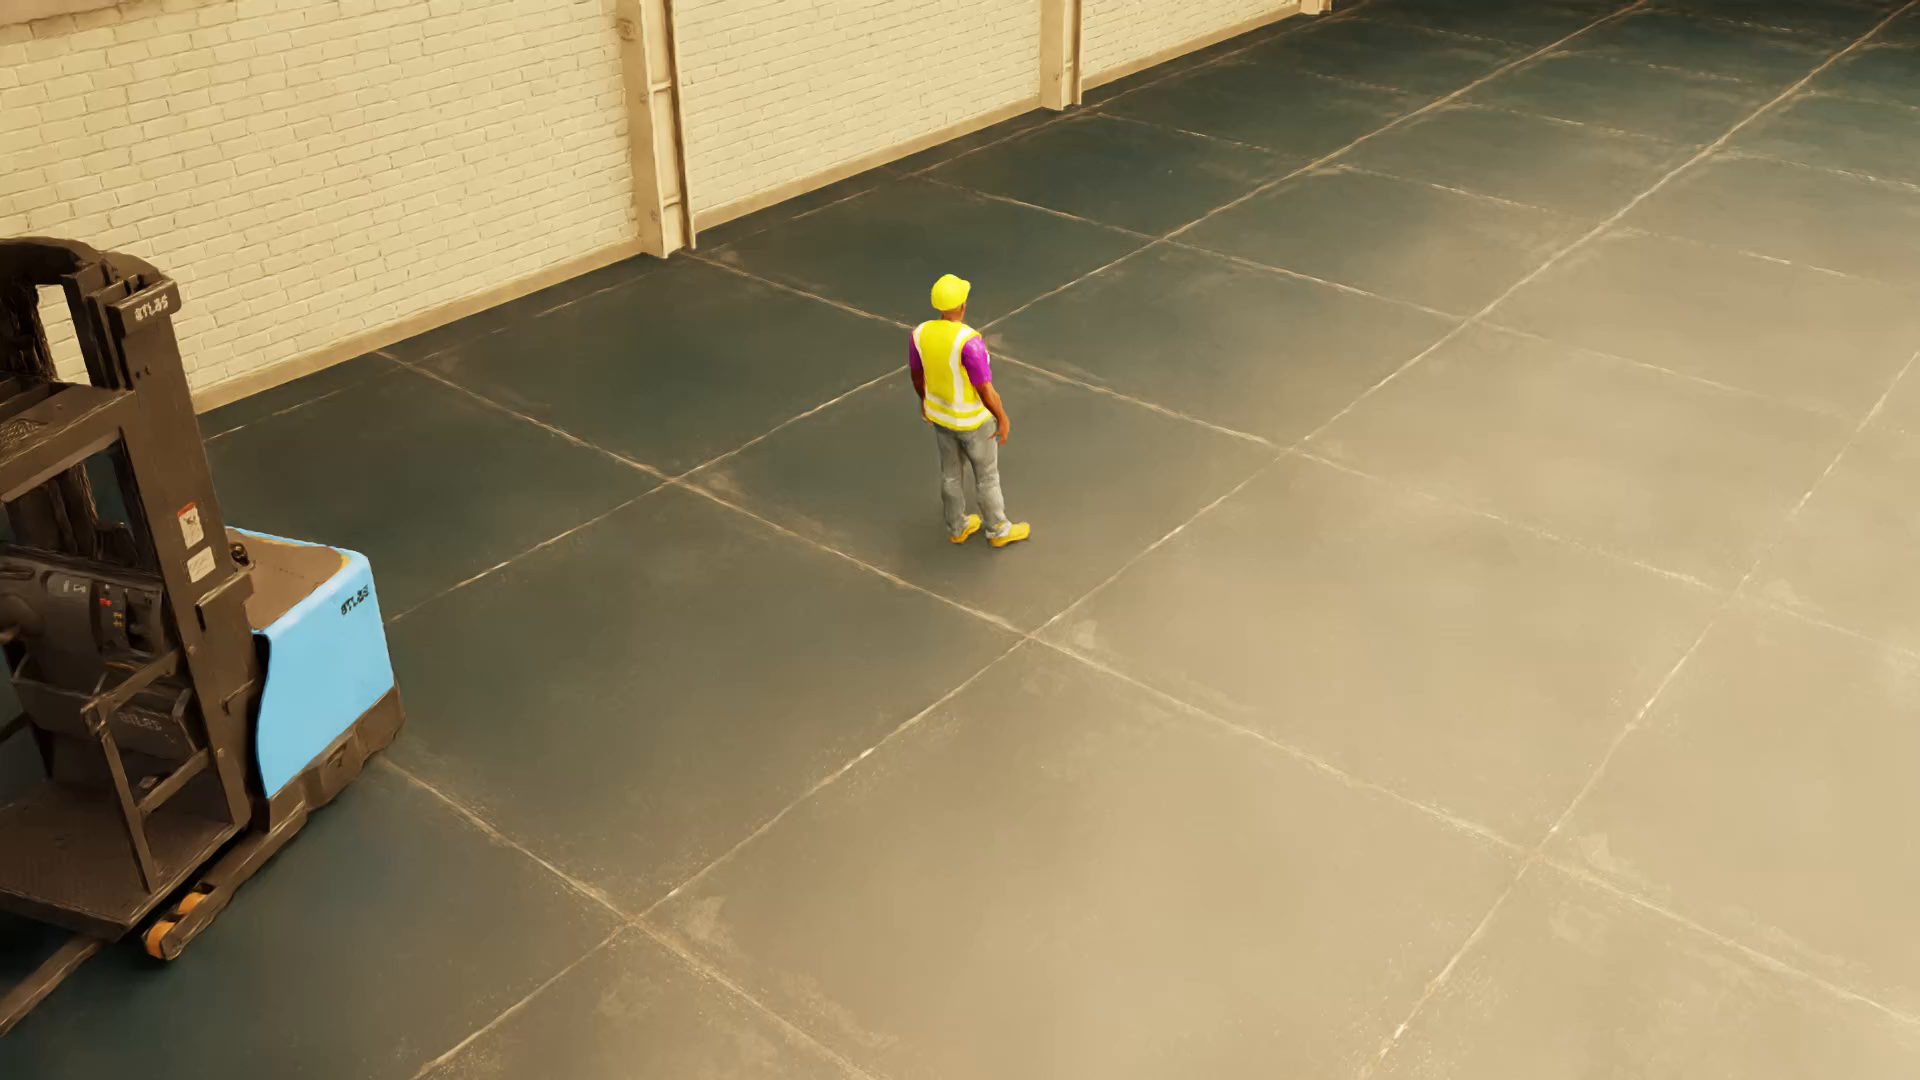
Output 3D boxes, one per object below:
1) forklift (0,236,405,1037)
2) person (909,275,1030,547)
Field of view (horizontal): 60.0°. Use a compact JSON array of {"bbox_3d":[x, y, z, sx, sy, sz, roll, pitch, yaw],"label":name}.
[{"bbox_3d":[-3.875,0.351,6.993,1.130,2.935,3.031,10,32,16],"label":"forklift"},{"bbox_3d":[0.048,-0.794,10.095,0.665,1.766,0.576,22,37,33],"label":"person"}]
